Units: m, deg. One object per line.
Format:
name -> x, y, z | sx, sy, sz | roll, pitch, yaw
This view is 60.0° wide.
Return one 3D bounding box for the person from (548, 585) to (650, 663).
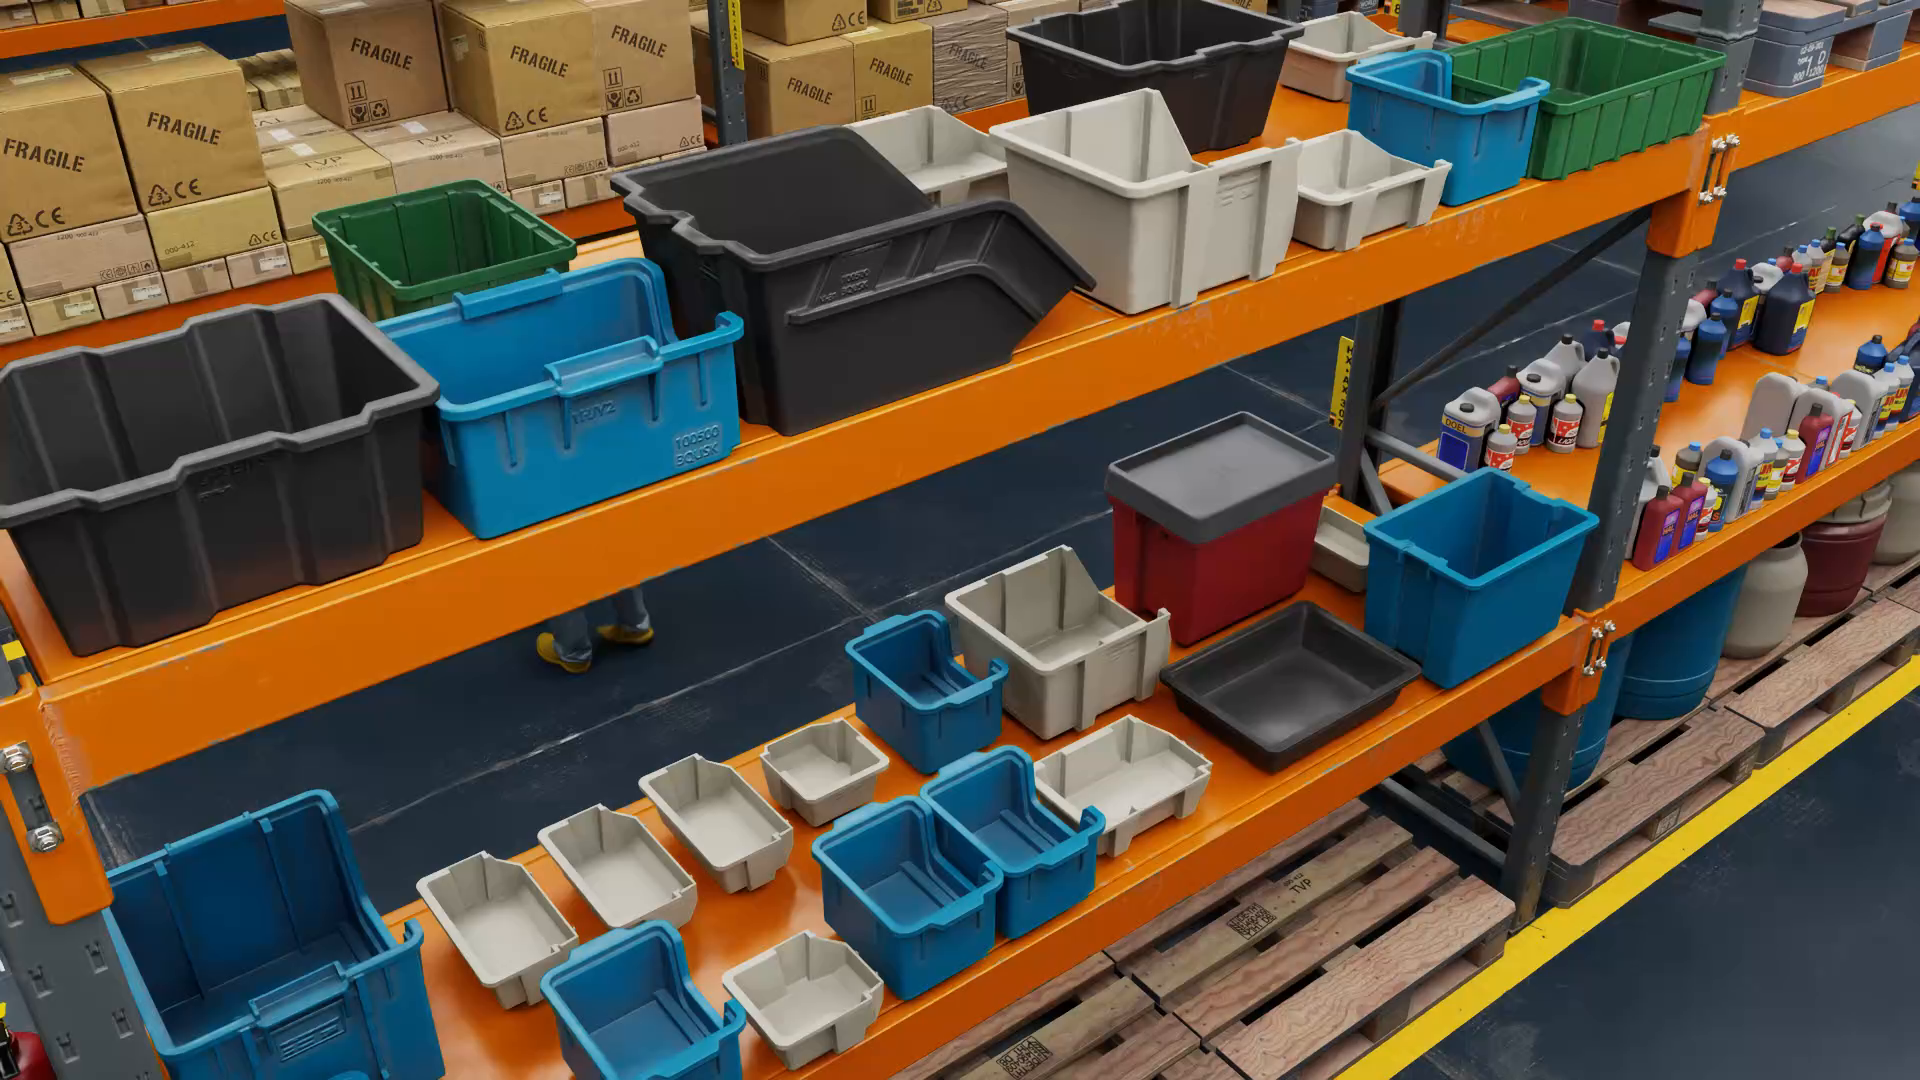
person -> -1.539, -0.260, 6.475 | 0.337, 1.703, 0.592 | 25, 40, 34
